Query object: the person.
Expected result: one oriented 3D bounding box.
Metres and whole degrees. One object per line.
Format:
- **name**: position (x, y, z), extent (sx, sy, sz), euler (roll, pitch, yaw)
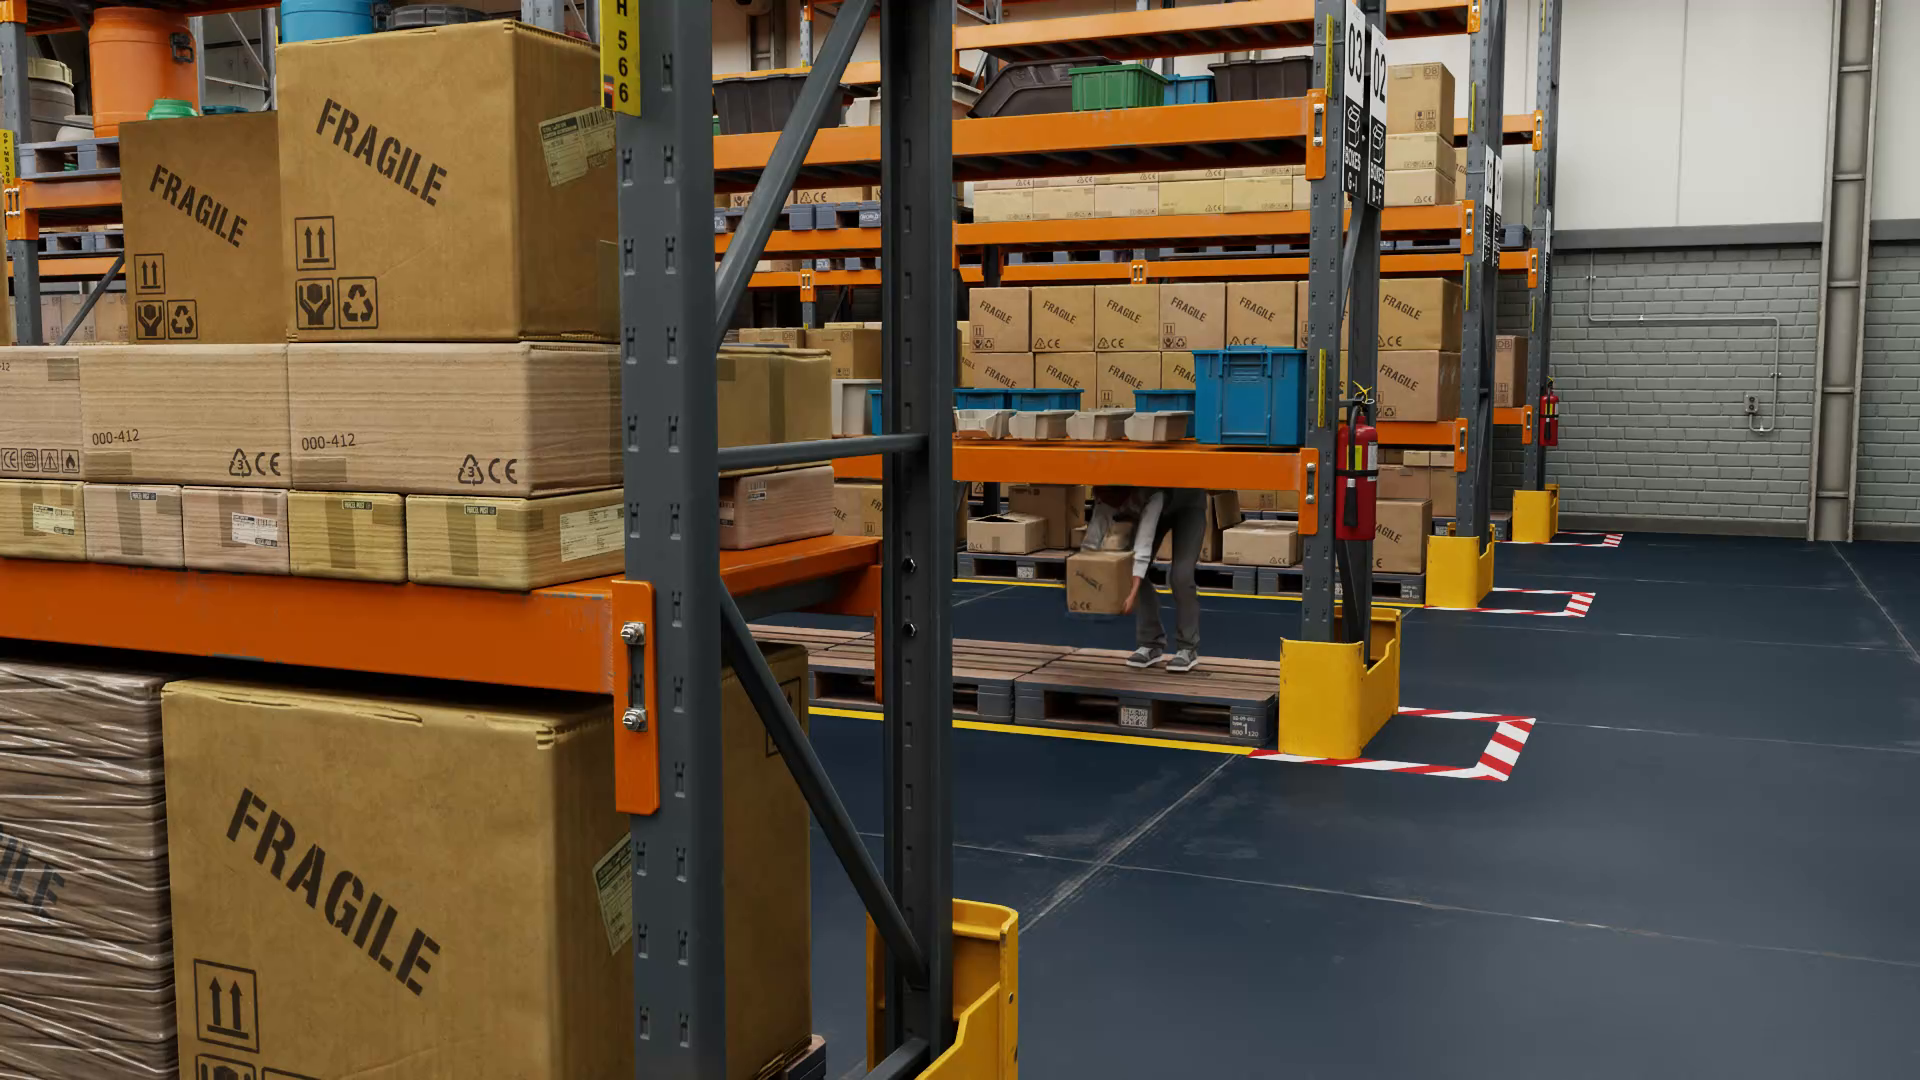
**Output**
- **person**: position (0.875, 0.131, 7.924), extent (0.386, 1.034, 0.906), euler (4, 7, 34)
